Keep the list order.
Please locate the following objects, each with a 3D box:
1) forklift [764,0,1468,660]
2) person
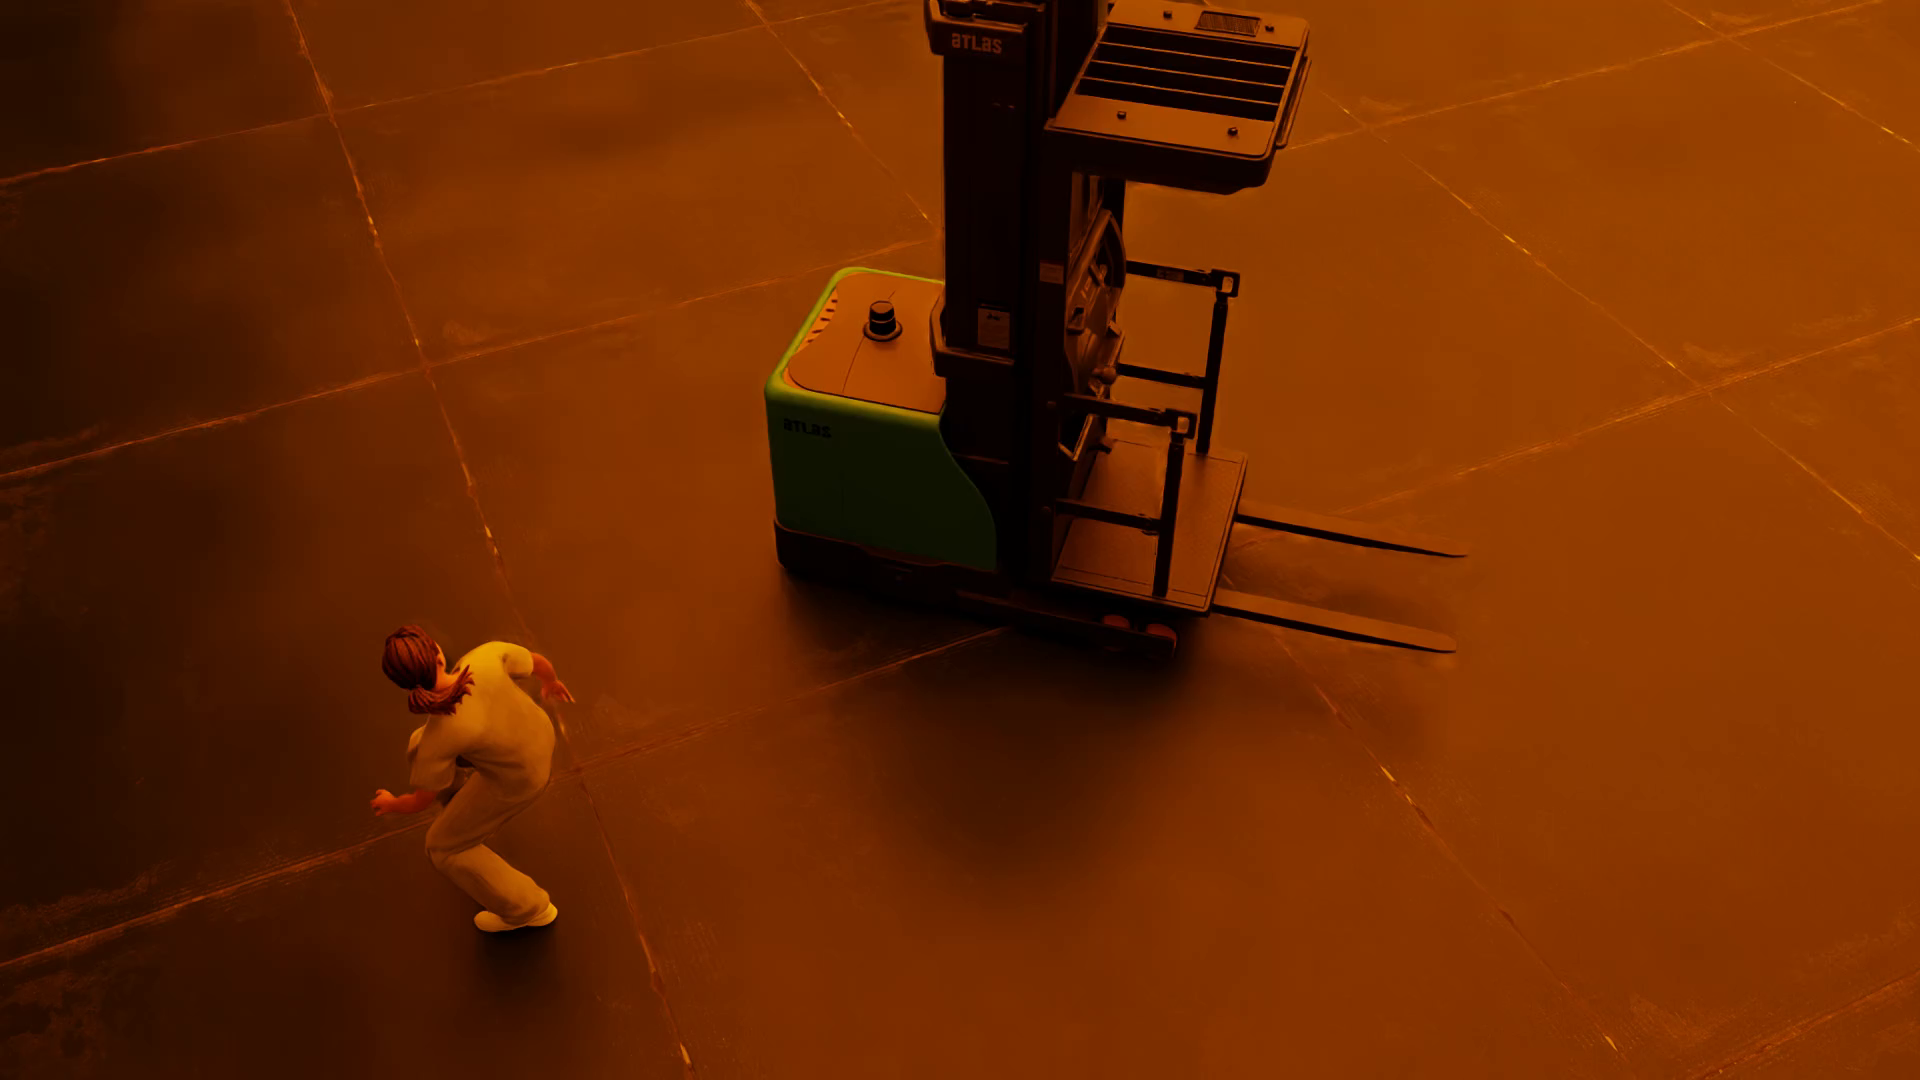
[{"bbox_3d":[0.734,-0.953,6.701,3.031,2.935,1.130,11,44,12],"label":"forklift"},{"bbox_3d":[-1.775,0.762,5.975,0.642,1.453,0.674,3,43,3],"label":"person"}]
